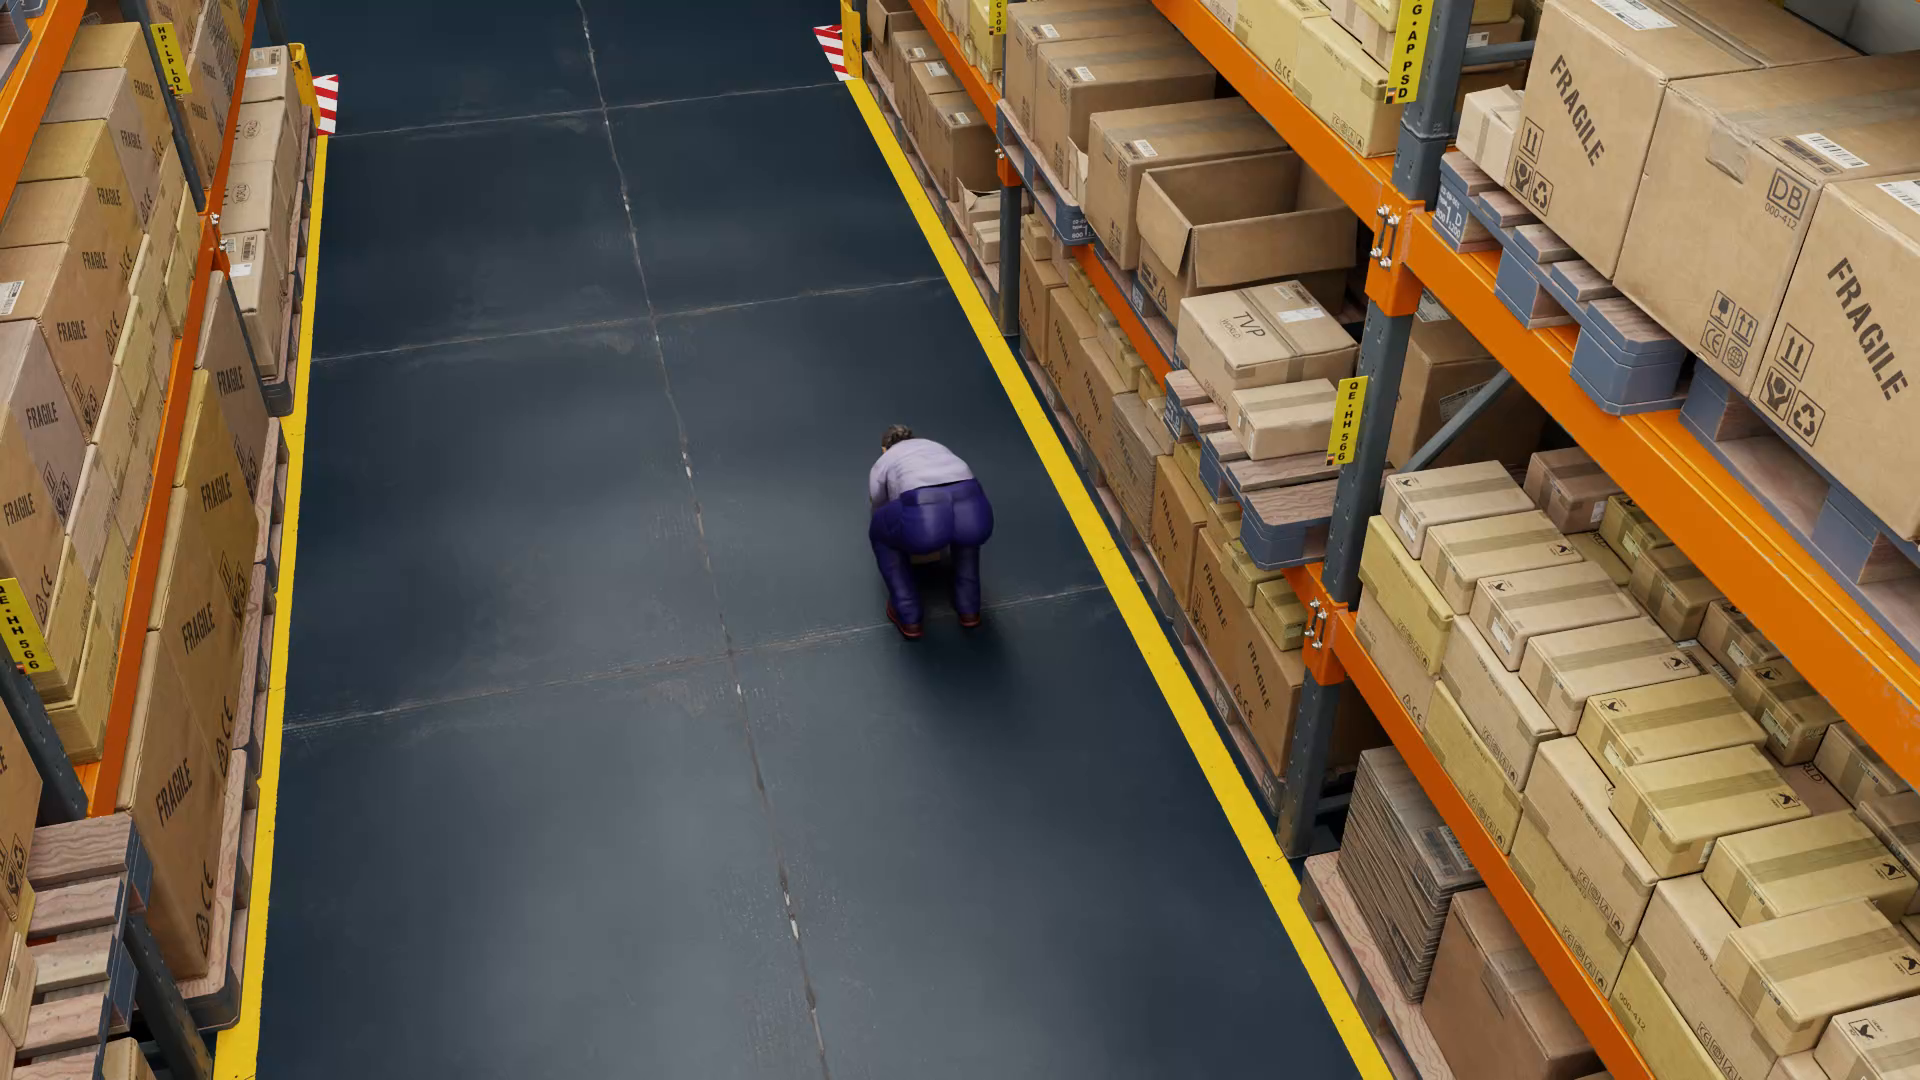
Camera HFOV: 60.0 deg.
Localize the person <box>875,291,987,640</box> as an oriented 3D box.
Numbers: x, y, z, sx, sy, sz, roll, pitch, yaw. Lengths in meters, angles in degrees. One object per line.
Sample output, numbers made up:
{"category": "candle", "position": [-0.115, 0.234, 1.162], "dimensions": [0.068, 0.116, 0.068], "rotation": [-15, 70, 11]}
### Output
{"category": "person", "position": [-0.135, -0.317, 7.162], "dimensions": [0.435, 1.611, 0.558], "rotation": [-10, 40, -13]}
